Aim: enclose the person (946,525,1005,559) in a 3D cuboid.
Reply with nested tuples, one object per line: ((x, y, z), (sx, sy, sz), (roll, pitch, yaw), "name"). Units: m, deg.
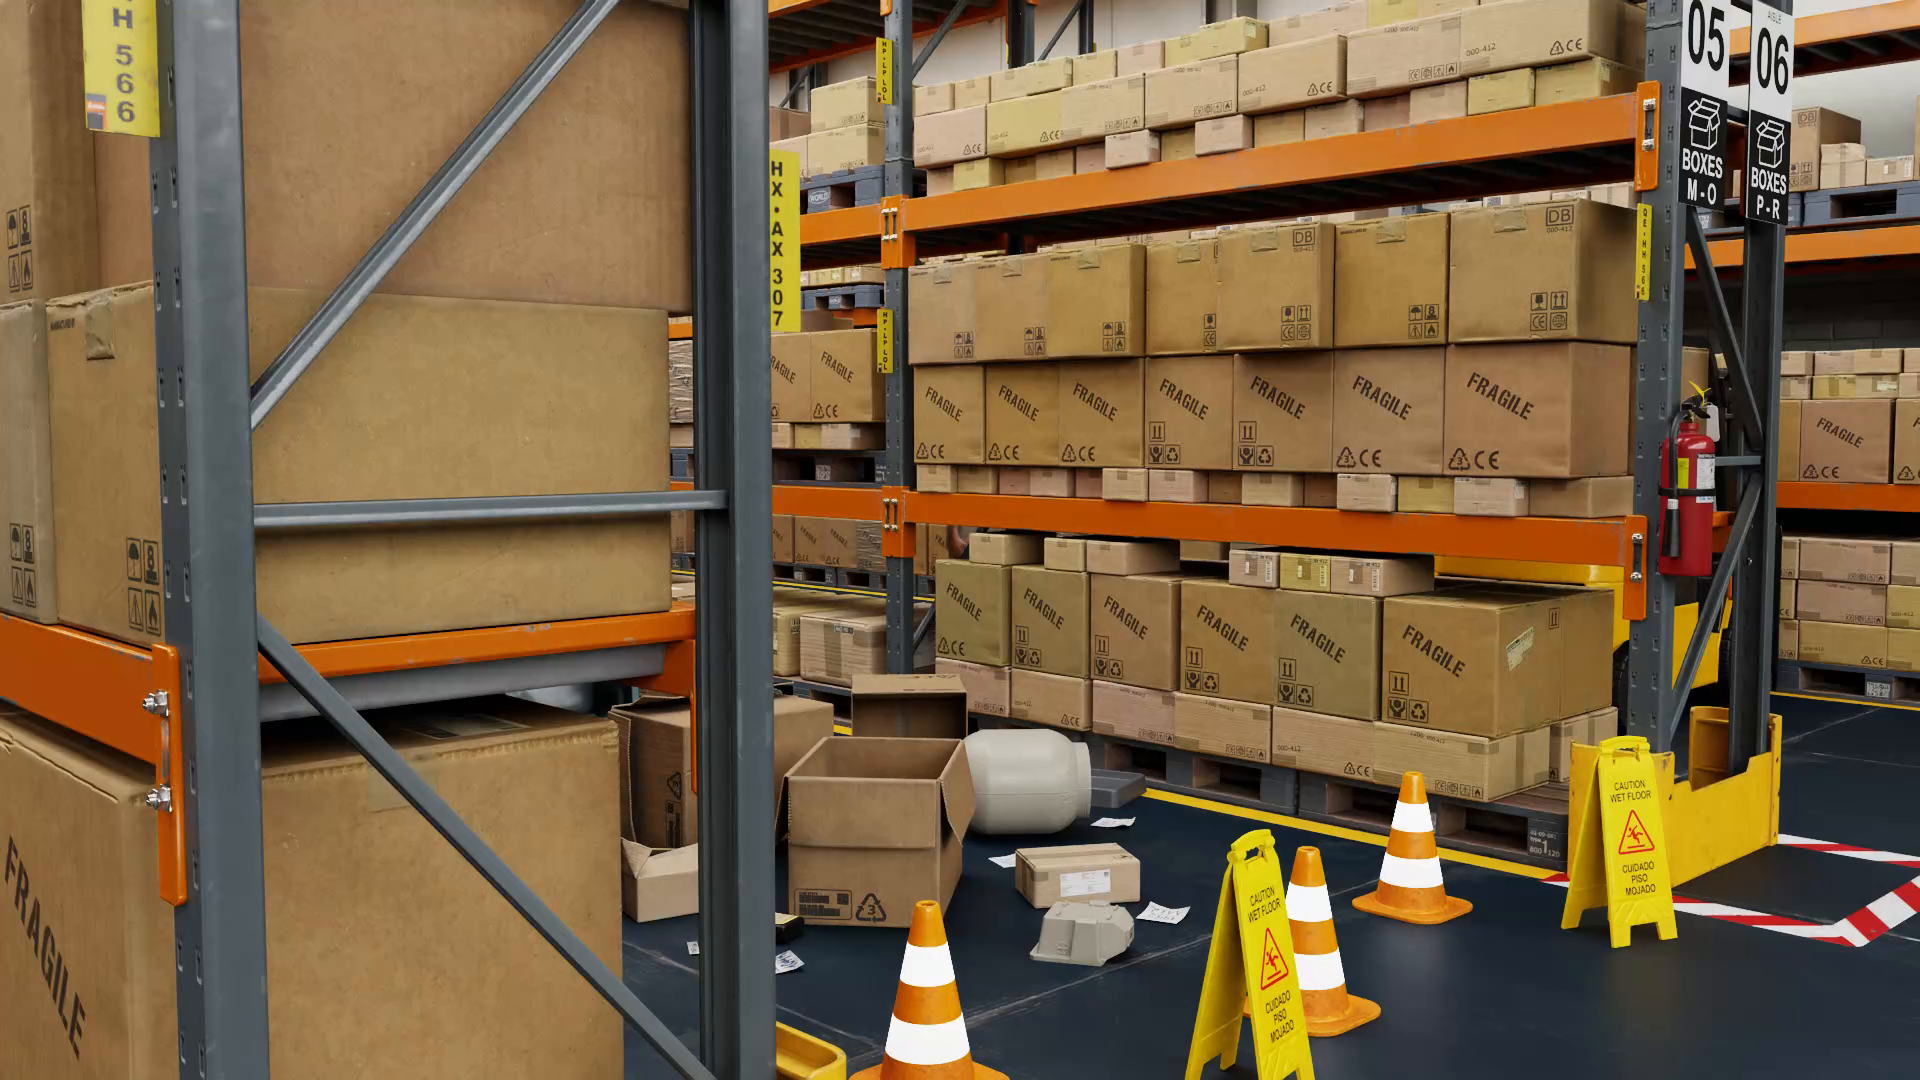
((0.135, 0.000, 11.388), (0.405, 1.725, 0.587), (4, 5, 44), "person")
